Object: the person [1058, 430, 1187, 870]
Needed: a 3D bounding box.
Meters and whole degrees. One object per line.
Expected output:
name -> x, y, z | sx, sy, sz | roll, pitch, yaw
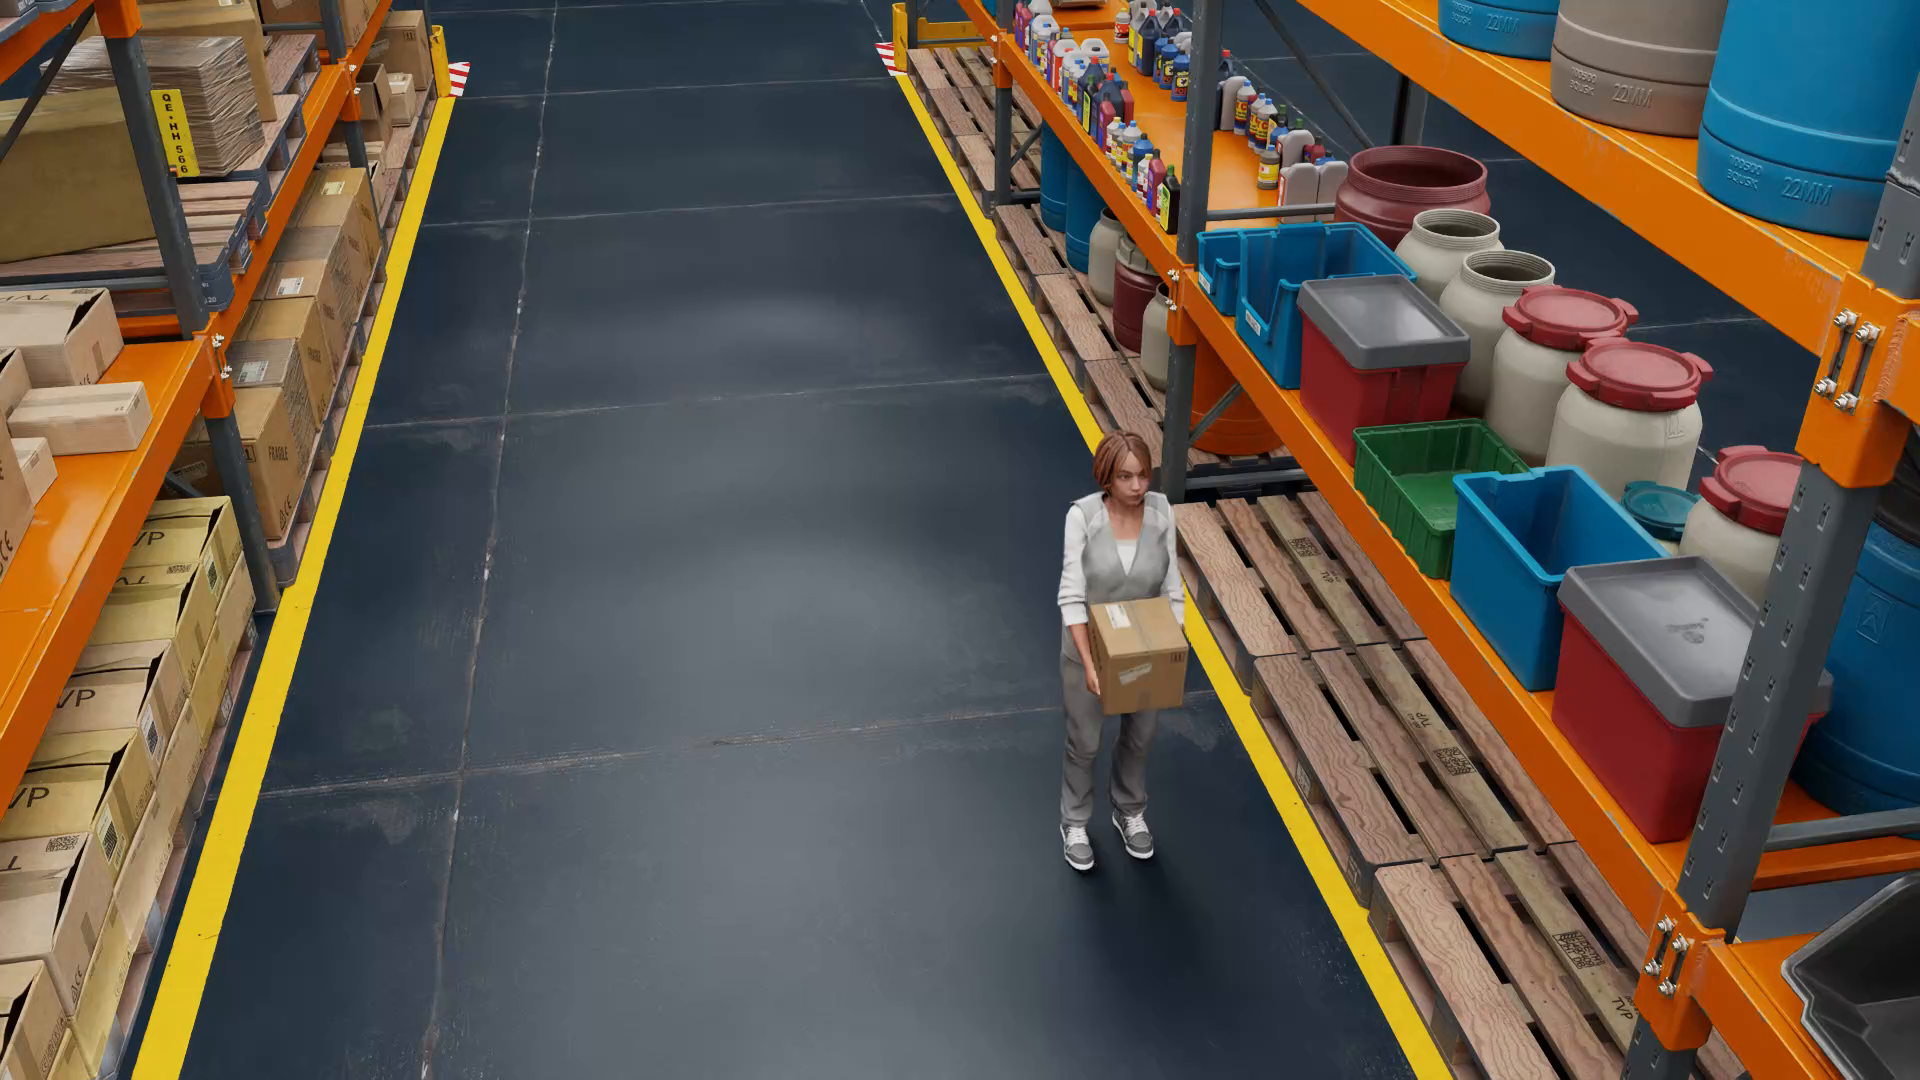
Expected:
person -> 0.527, 0.409, 5.462 | 0.425, 1.596, 0.489 | -5, 32, -9
